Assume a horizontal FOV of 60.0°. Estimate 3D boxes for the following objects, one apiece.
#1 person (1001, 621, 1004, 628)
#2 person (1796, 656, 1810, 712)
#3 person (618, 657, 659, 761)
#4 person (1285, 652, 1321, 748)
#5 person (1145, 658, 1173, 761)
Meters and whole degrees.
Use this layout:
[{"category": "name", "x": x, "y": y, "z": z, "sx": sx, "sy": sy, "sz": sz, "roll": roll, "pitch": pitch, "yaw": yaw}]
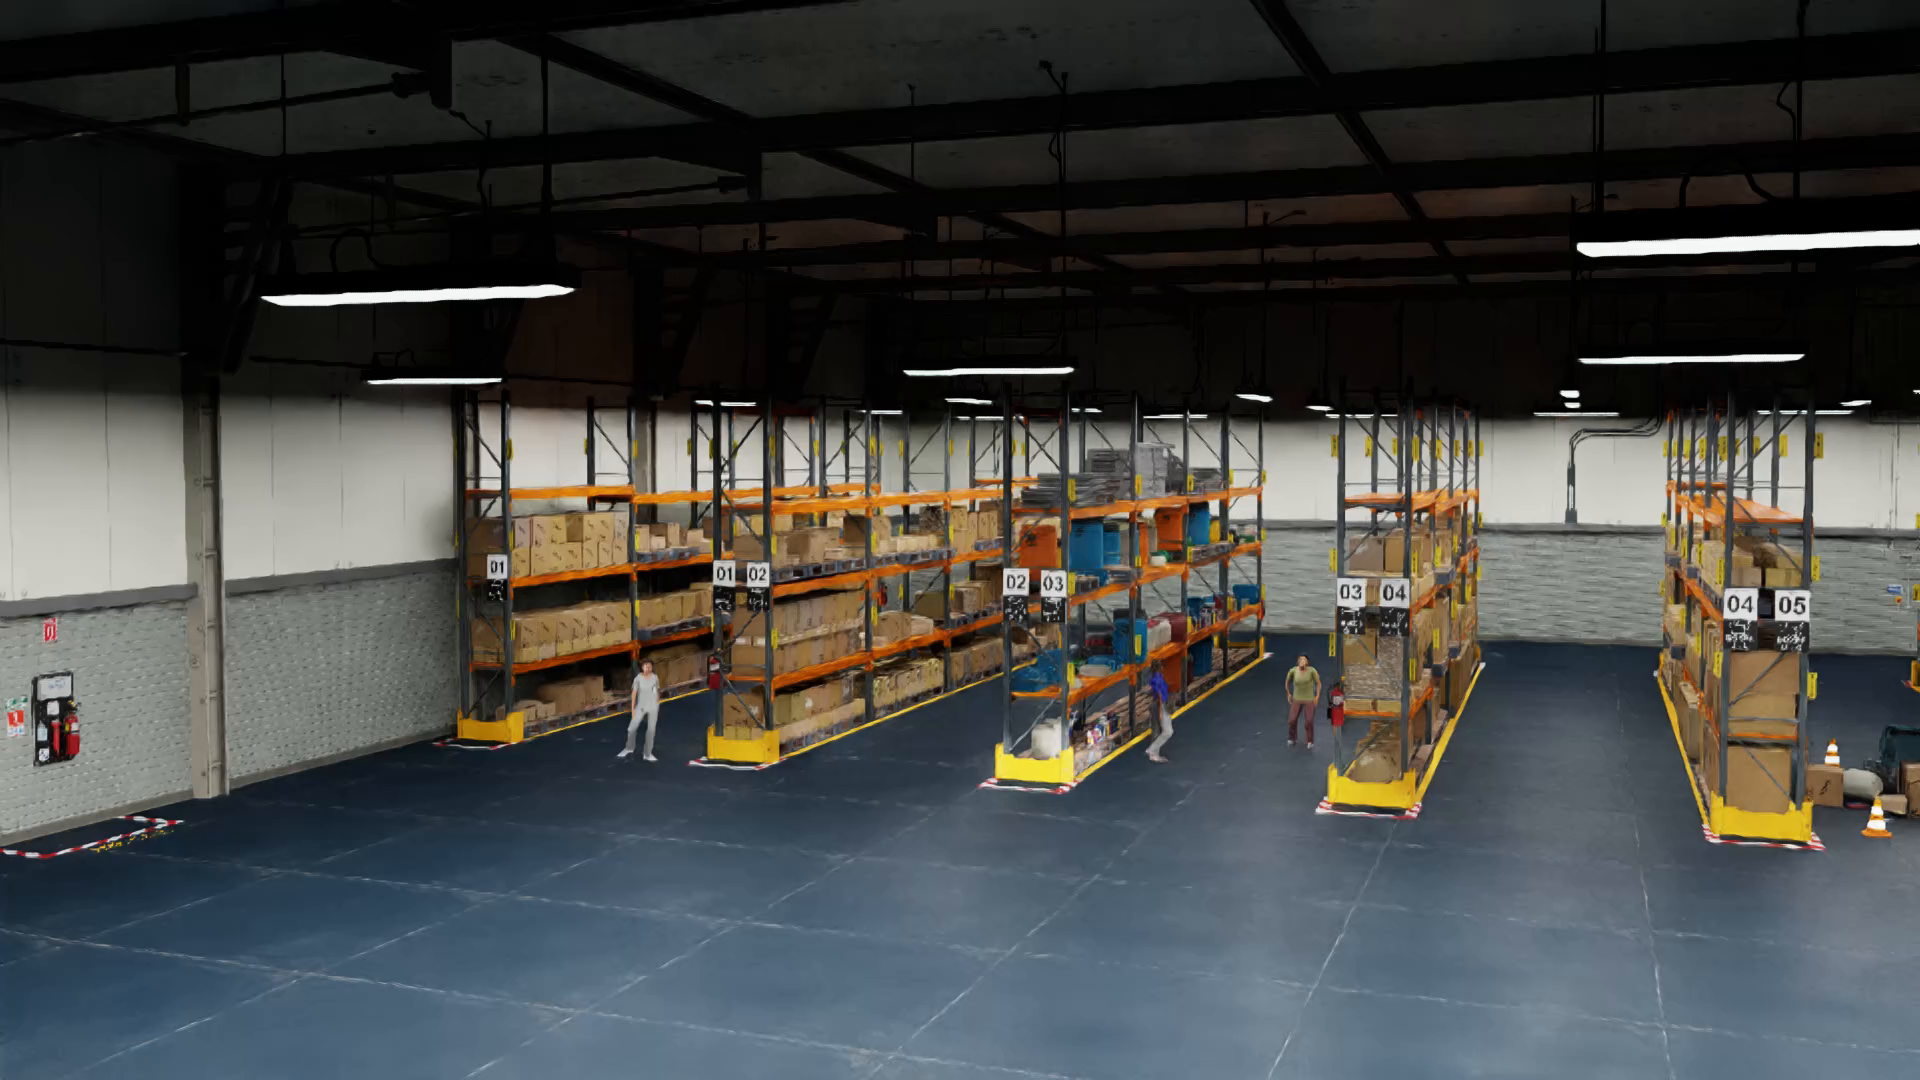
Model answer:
[{"category": "person", "x": 1.230, "y": 1.602, "z": 46.242, "sx": 0.577, "sy": 1.691, "sz": 1.121, "roll": 1, "pitch": 3, "yaw": 23}, {"category": "person", "x": 15.898, "y": 2.389, "z": 31.654, "sx": 0.626, "sy": 1.708, "sz": 0.576, "roll": -2, "pitch": 4, "yaw": -37}, {"category": "person", "x": -5.148, "y": 2.703, "z": 26.663, "sx": 0.643, "sy": 1.664, "sz": 0.497, "roll": -1, "pitch": 3, "yaw": -22}, {"category": "person", "x": 5.734, "y": 2.668, "z": 27.805, "sx": 0.598, "sy": 1.619, "sz": 0.507, "roll": 1, "pitch": 3, "yaw": 19}, {"category": "person", "x": 3.139, "y": 2.714, "z": 26.514, "sx": 0.423, "sy": 1.655, "sz": 0.508, "roll": 0, "pitch": 3, "yaw": -8}]
